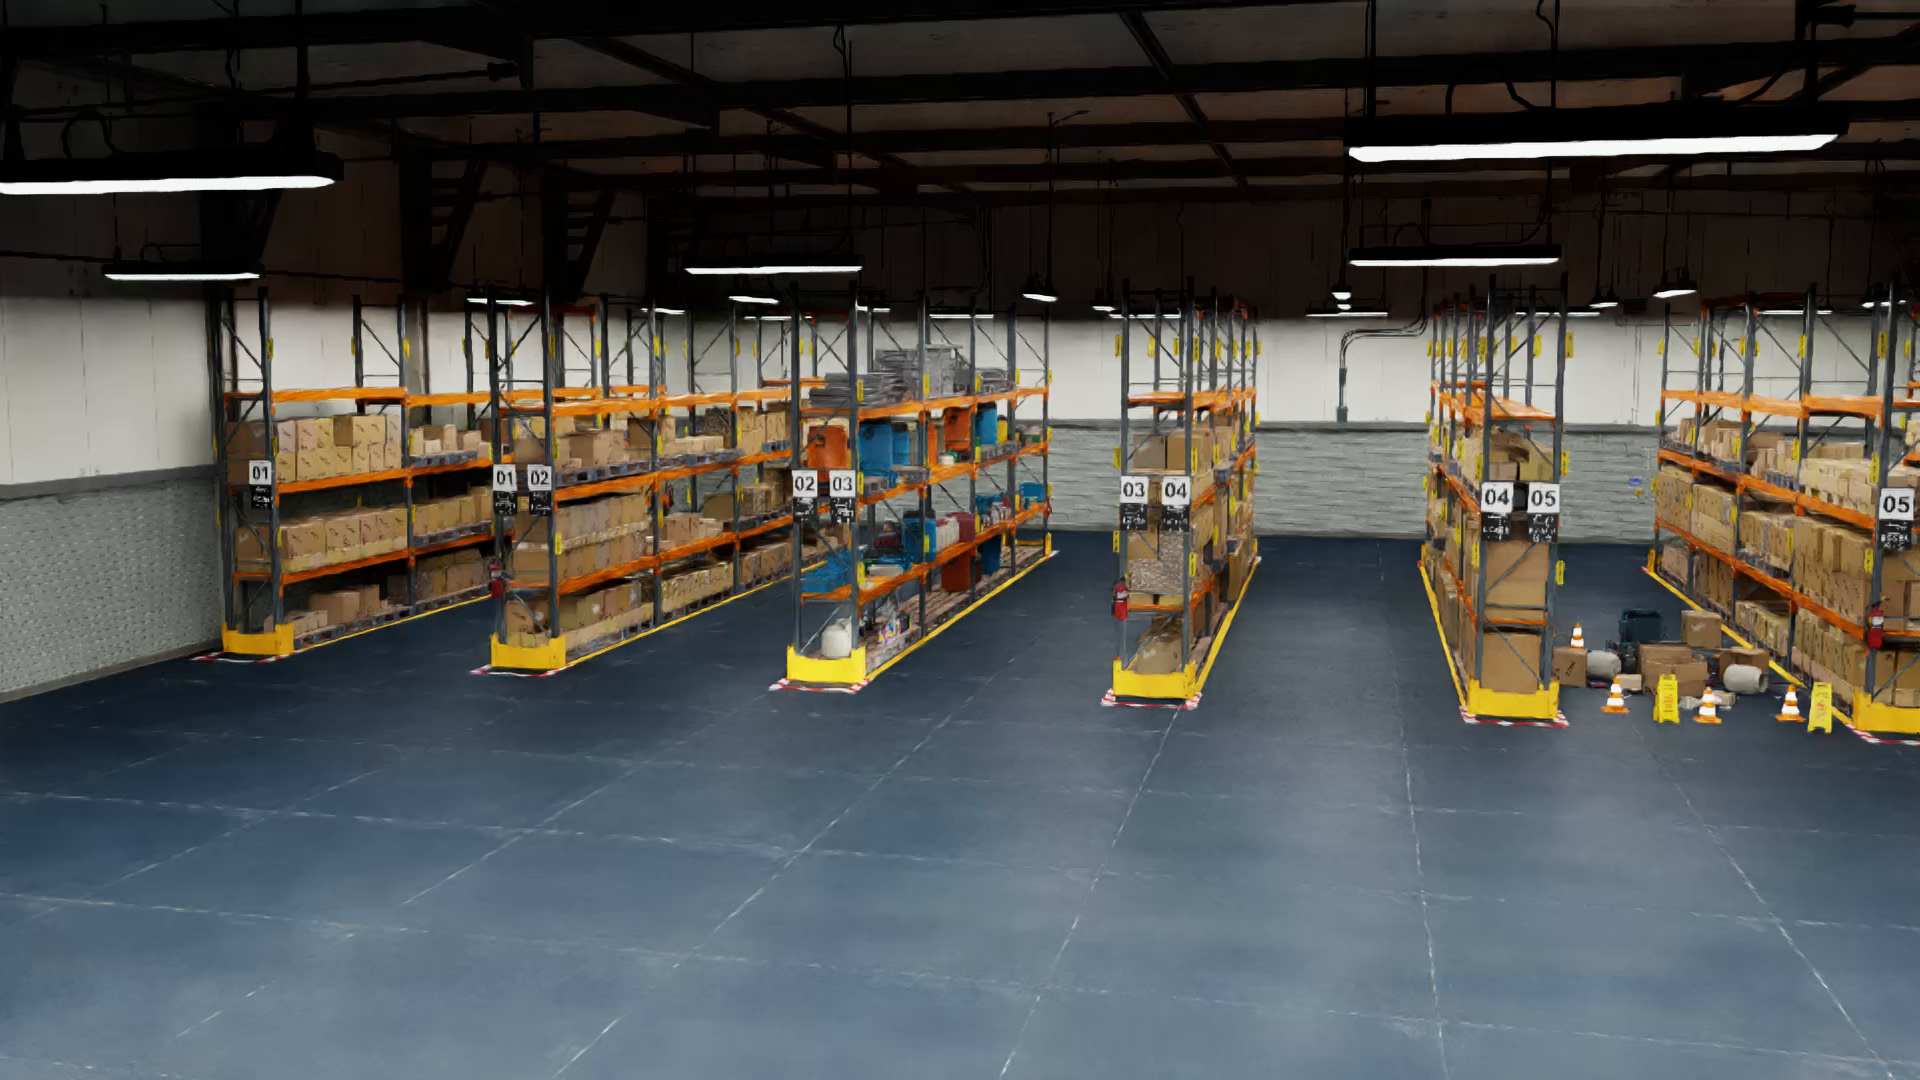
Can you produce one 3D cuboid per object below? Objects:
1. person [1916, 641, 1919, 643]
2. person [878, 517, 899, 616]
[{"bbox_3d":[15.944,0.935,27.611,0.577,1.783,0.662,6,9,43],"label":"person"},{"bbox_3d":[-1.293,0.468,30.007,0.558,1.750,0.636,3,7,23],"label":"person"}]
